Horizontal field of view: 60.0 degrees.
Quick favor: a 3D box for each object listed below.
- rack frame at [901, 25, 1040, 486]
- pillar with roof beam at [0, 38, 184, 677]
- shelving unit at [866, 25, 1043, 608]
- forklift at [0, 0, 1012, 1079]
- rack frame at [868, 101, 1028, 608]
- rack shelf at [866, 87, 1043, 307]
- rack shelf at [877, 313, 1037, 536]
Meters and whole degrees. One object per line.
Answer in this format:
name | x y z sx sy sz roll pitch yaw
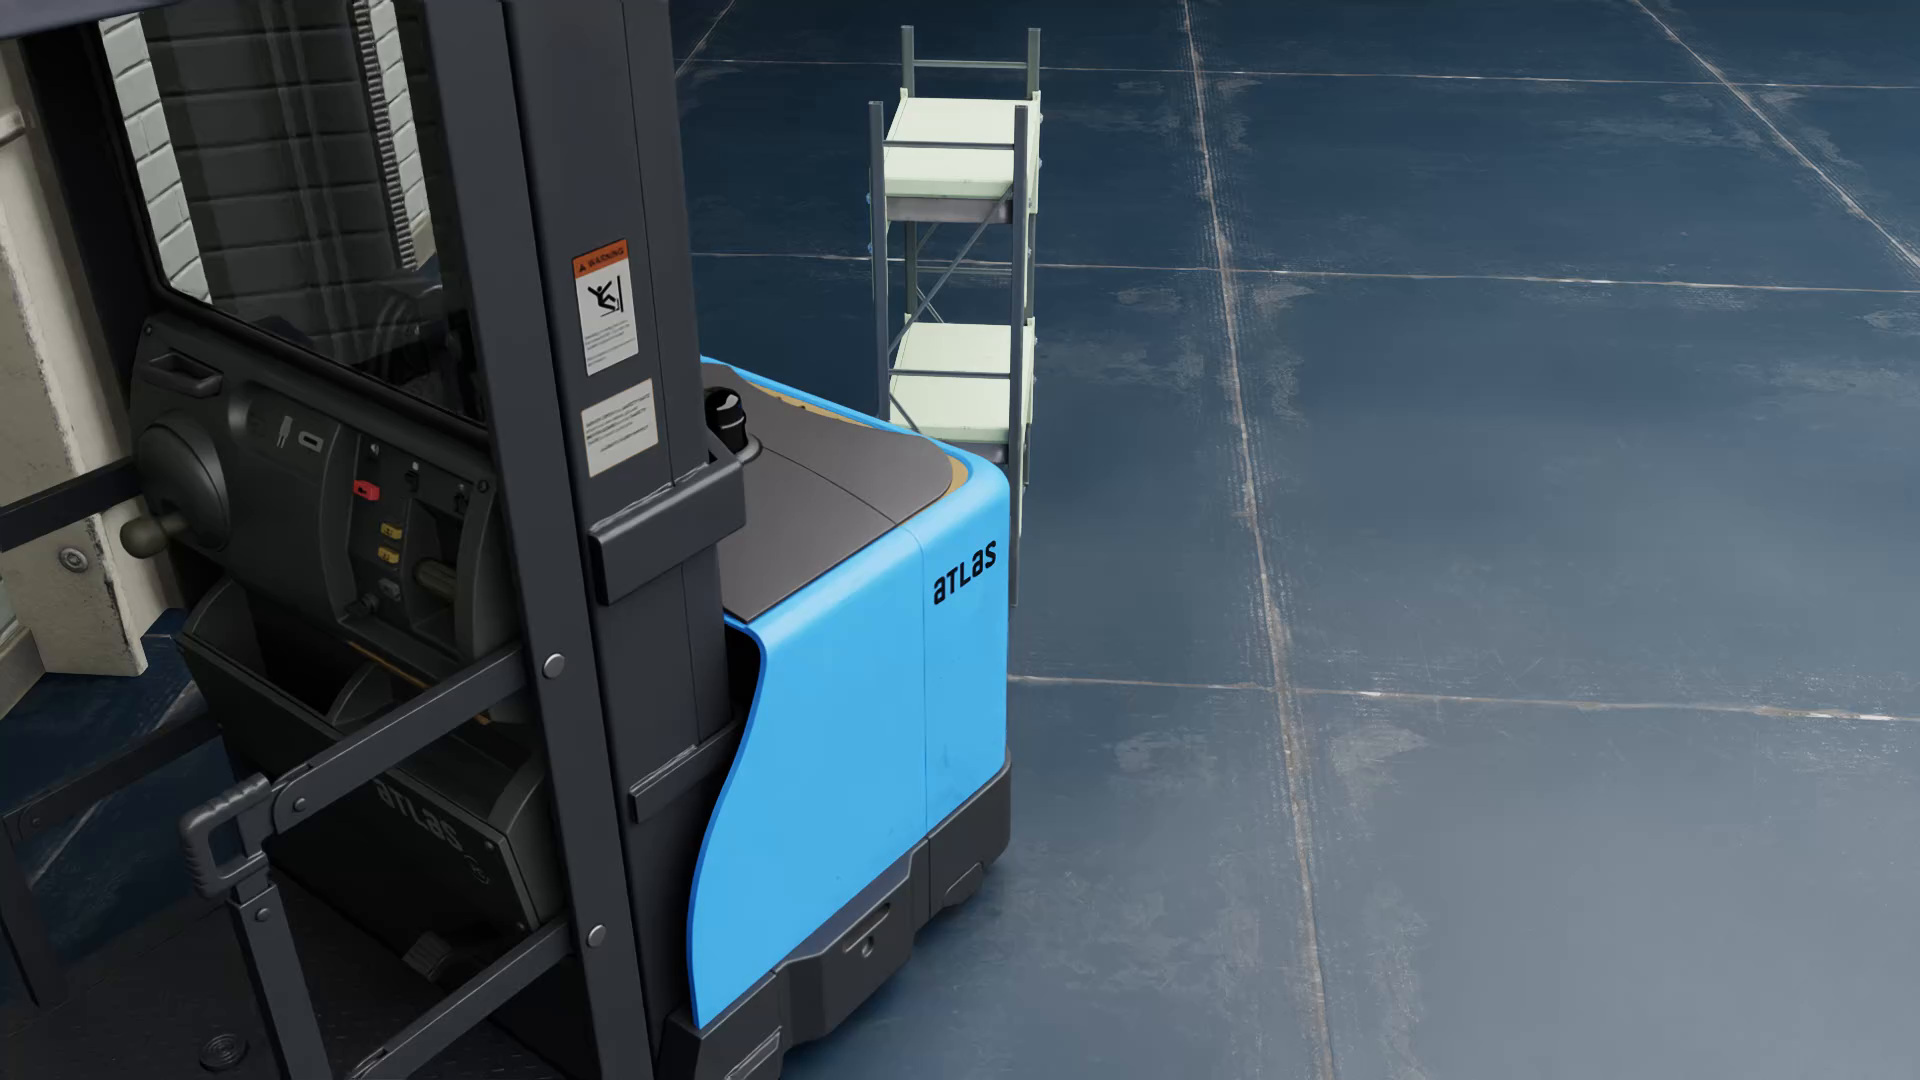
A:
rack frame | 0.030 -0.833 5.173 0.400 1.500 0.023 2 32 4
pillar with roof beam | 1.866 -3.377 2.153 9.100 9.000 0.400 2 32 4
shelving unit | 0.001 -0.642 4.862 0.431 1.500 0.755 2 32 4
forklift | -1.174 -0.028 2.502 1.130 2.935 3.031 22 38 31
rack frame | -0.029 -0.451 4.552 0.400 1.500 0.023 2 32 4
rack shelf | 0.001 -0.974 4.657 0.431 0.370 0.720 2 32 4
rack shelf | 0.001 -0.364 5.033 0.431 0.370 0.720 2 32 4
